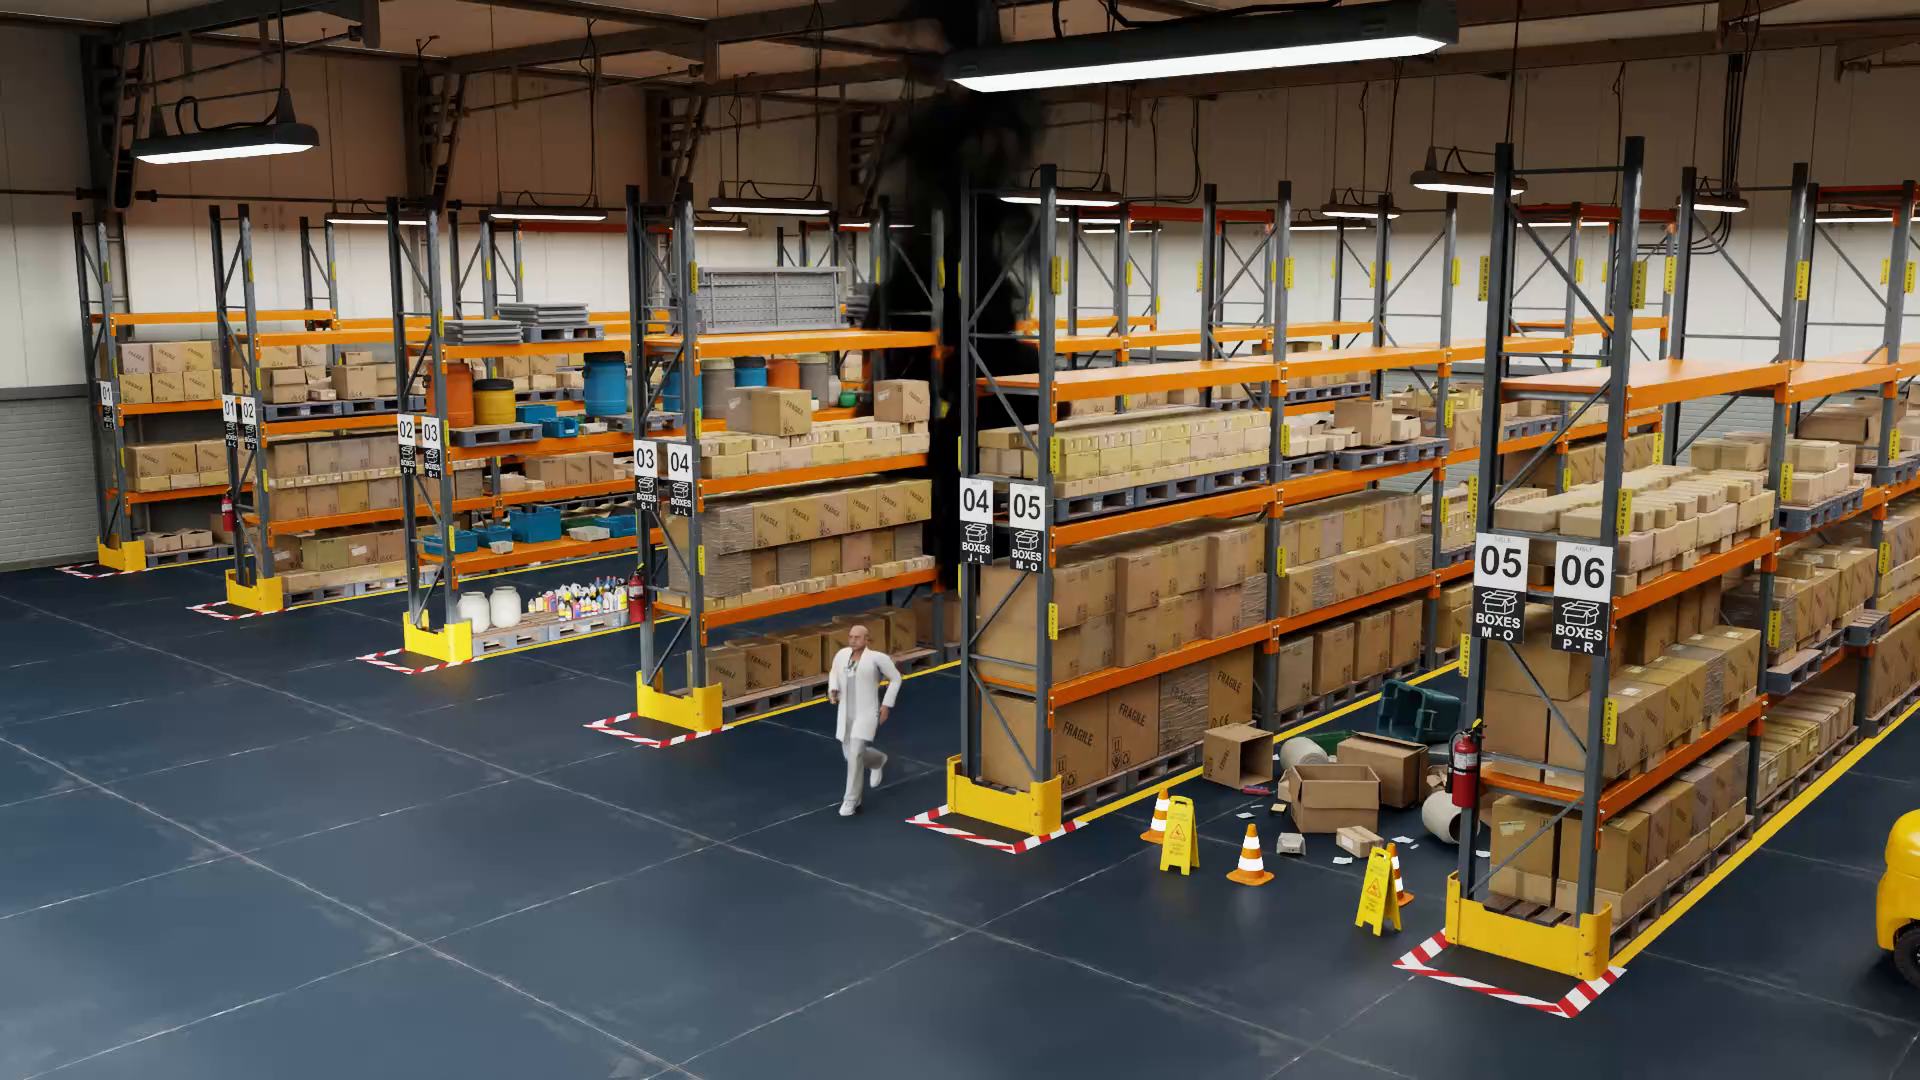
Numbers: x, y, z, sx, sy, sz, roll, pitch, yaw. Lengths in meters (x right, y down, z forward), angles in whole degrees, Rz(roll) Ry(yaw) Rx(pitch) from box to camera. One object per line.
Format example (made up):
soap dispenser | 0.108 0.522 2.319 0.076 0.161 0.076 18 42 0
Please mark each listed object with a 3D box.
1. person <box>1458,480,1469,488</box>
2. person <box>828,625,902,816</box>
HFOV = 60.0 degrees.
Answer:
person | 8.257 -0.151 27.169 0.949 1.674 0.576 -8 13 -41
person | -0.948 1.679 15.978 0.749 1.777 0.890 5 11 30
